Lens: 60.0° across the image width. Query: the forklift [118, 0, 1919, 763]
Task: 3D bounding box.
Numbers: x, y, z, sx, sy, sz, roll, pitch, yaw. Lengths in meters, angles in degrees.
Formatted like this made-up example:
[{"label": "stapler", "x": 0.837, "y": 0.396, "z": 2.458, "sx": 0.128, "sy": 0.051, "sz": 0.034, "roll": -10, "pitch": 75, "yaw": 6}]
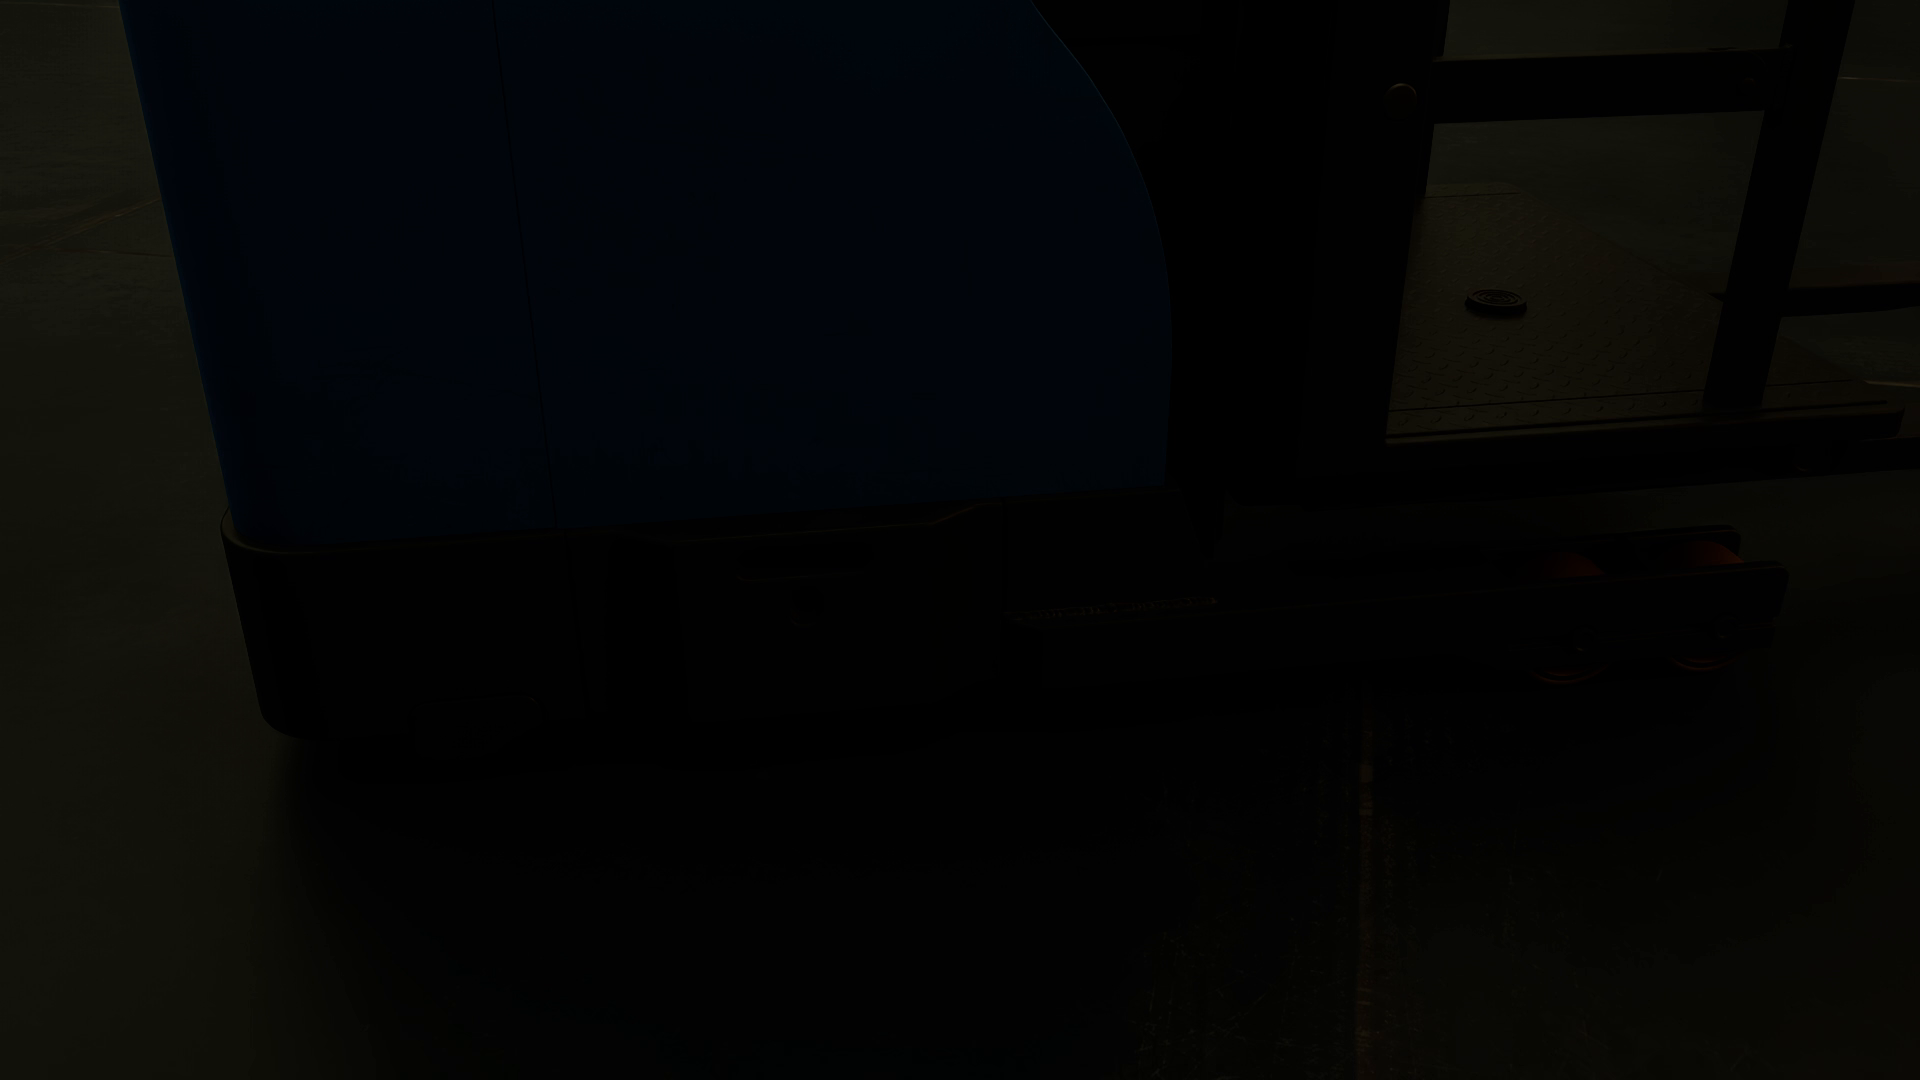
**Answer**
[{"label": "forklift", "x": 0.600, "y": -1.354, "z": 1.930, "sx": 3.031, "sy": 2.935, "sz": 1.130, "roll": -4, "pitch": 27, "yaw": -9}]
